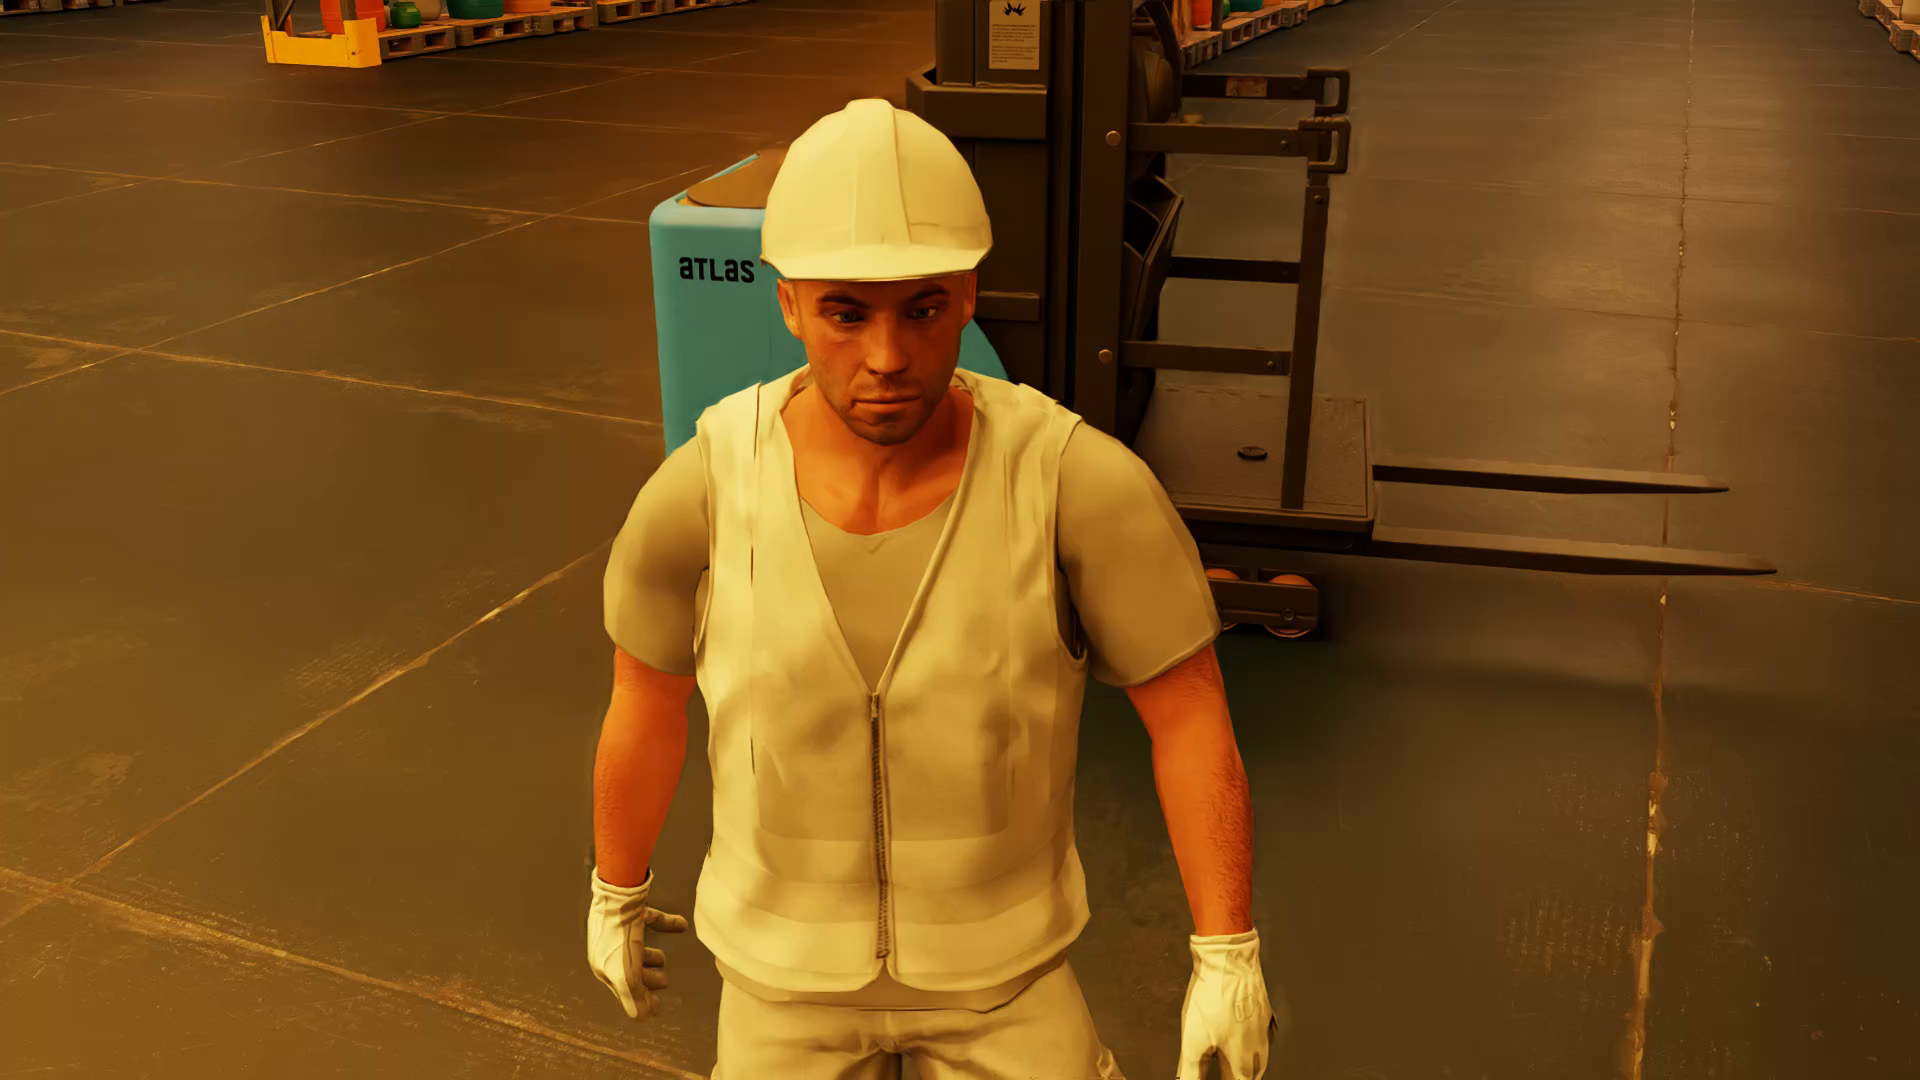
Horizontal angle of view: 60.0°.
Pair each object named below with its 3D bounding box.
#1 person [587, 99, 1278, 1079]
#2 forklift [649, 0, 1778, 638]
[{"bbox_3d":[-0.052,0.443,1.746,0.735,1.766,0.485,0,23,-1],"label":"person"},{"bbox_3d":[0.715,-1.314,4.435,3.031,2.935,1.130,5,23,11],"label":"forklift"}]
